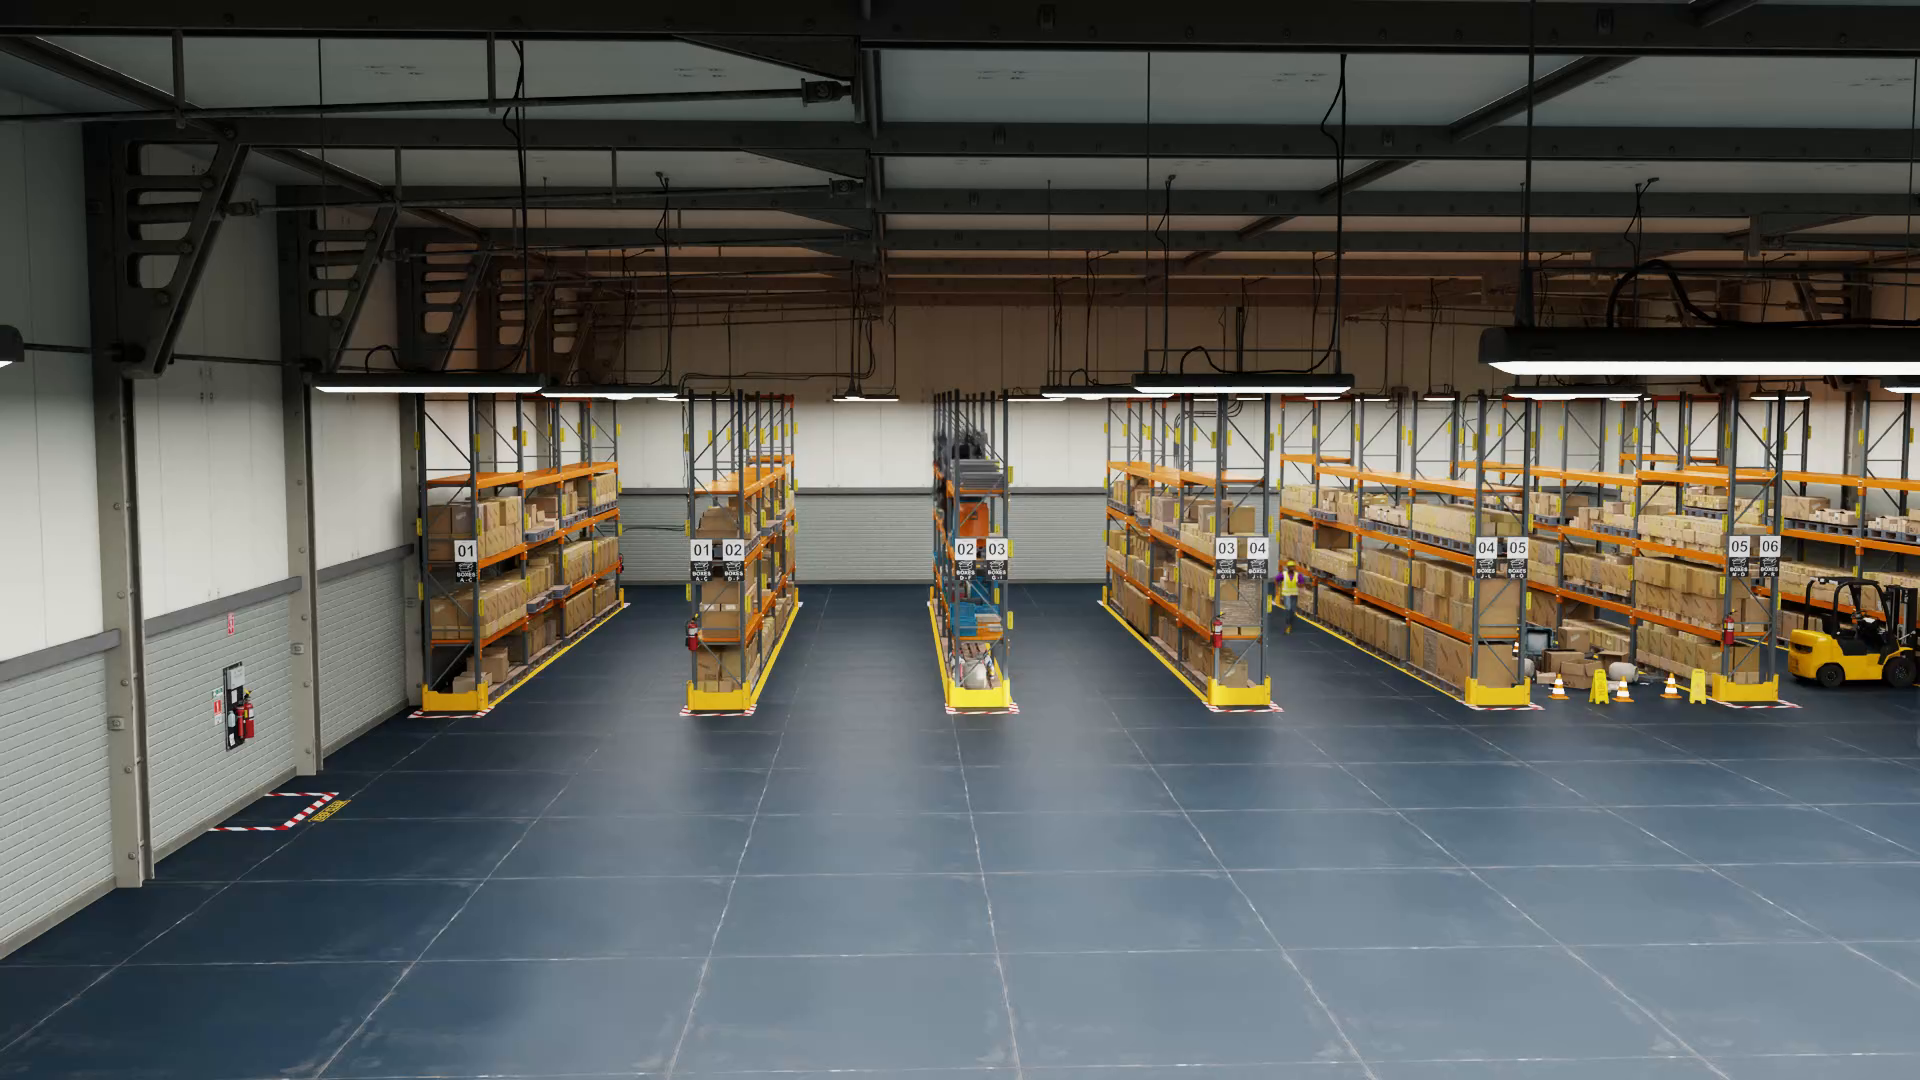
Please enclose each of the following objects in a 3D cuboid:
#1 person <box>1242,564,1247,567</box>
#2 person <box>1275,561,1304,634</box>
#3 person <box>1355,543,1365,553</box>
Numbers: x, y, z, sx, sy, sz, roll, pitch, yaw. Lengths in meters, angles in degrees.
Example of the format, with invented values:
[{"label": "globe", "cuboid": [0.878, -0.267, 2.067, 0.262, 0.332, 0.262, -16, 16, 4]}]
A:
[{"label": "person", "cuboid": [8.267, 0.908, 48.564, 0.658, 1.691, 0.768, -4, 6, -39]}, {"label": "person", "cuboid": [8.295, 1.433, 41.782, 0.674, 1.828, 0.782, 0, 5, -5]}, {"label": "person", "cuboid": [11.270, 0.978, 47.095, 0.643, 1.832, 0.835, -1, 5, -13]}]
